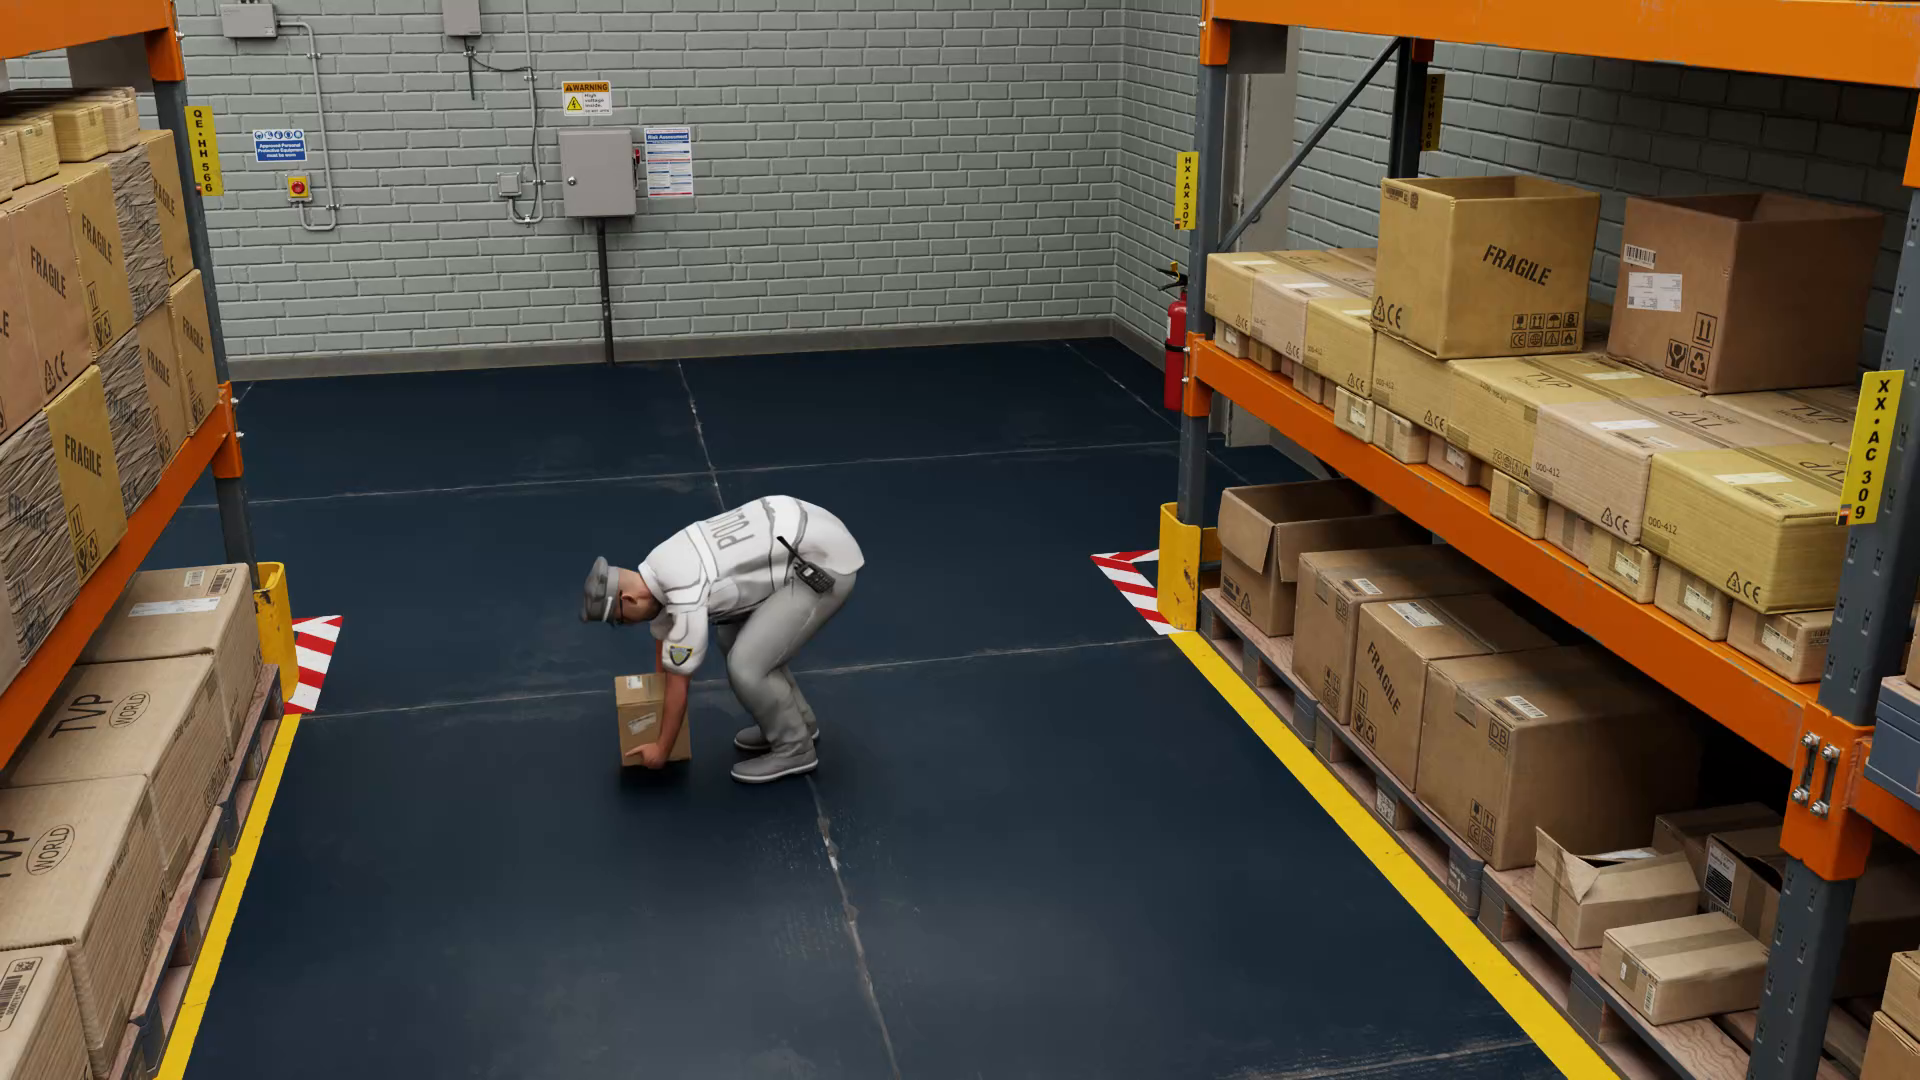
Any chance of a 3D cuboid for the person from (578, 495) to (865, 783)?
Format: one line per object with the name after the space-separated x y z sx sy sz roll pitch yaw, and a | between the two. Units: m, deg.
-0.867 0.370 6.114 1.030 1.020 0.515 -5 20 -15 | person
